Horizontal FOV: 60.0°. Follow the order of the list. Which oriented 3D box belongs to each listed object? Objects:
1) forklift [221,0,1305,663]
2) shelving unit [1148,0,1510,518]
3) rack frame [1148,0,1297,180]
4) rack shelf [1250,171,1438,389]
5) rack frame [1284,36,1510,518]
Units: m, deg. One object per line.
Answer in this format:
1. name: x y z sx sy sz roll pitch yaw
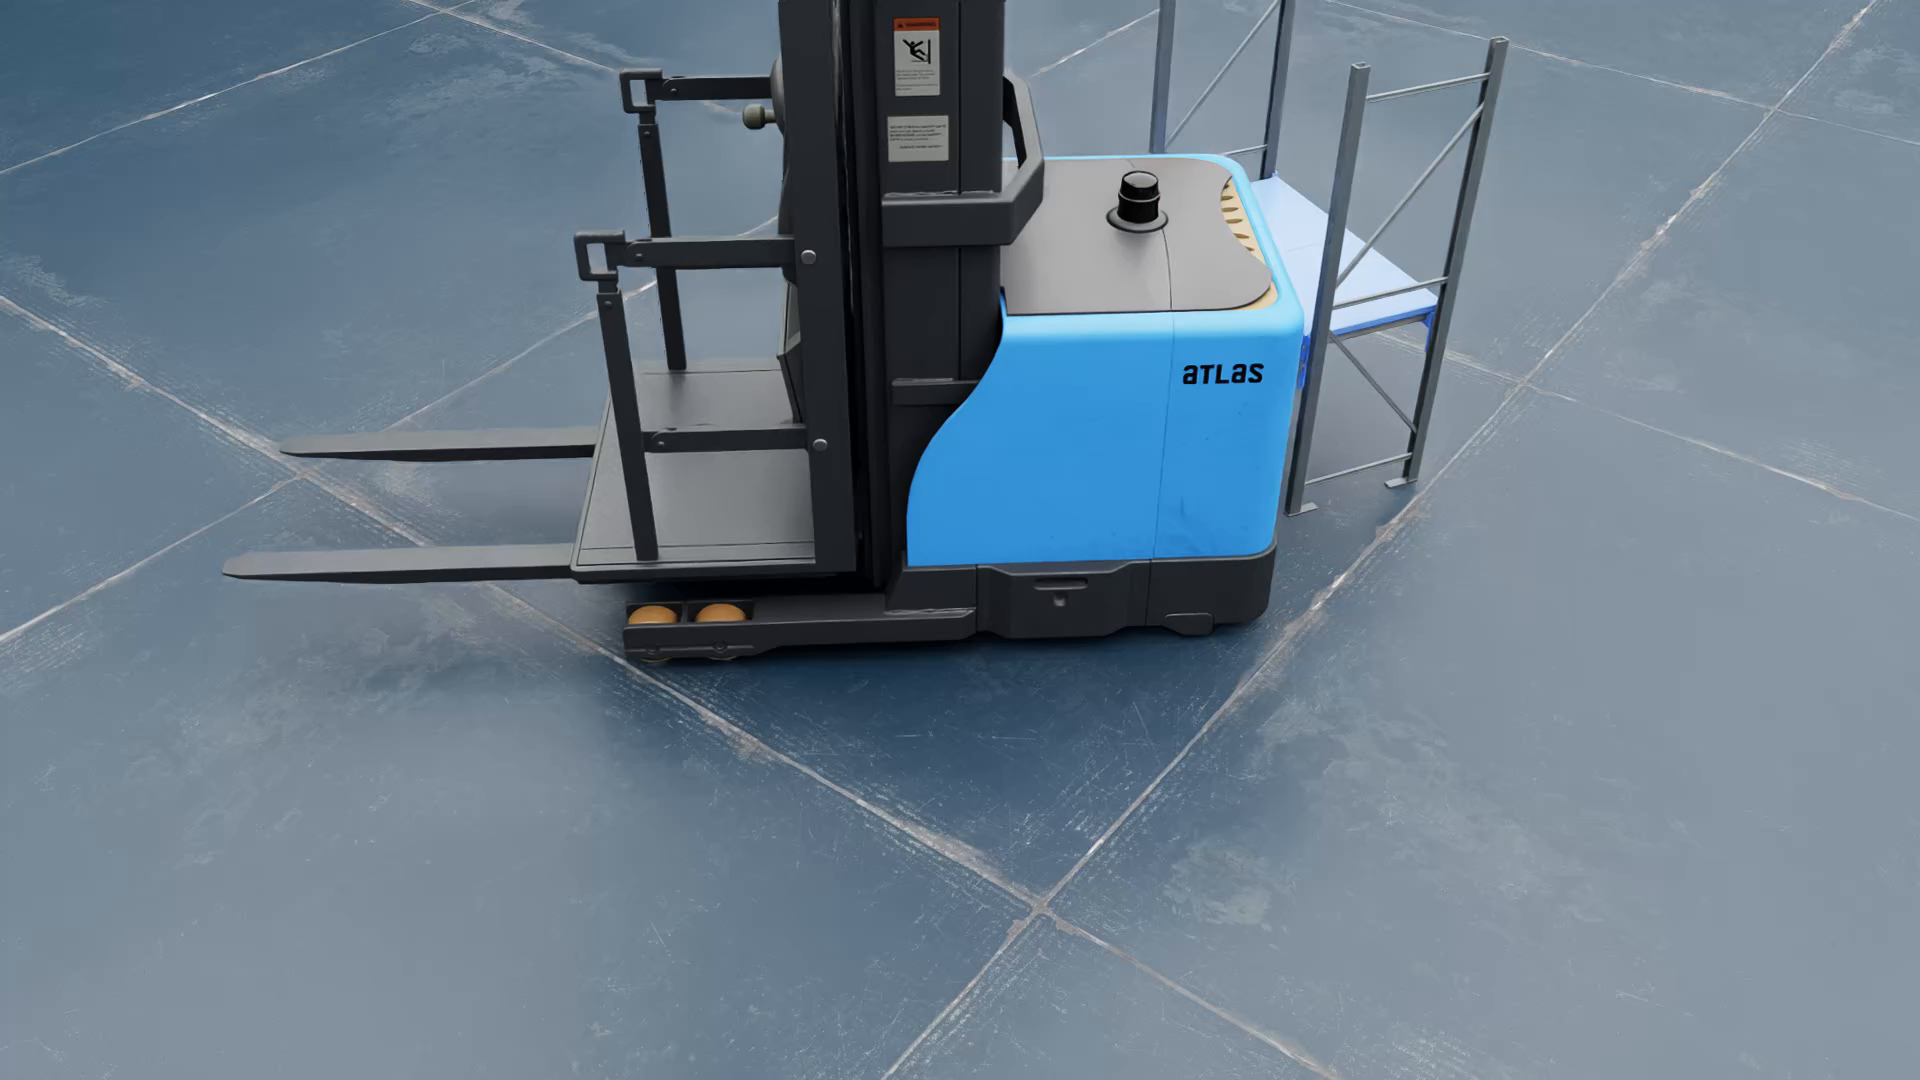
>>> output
1. forklift: -0.625 -1.136 4.323 3.031 2.935 1.130 -2 38 -2
2. shelving unit: 1.074 -1.019 5.335 0.538 1.500 1.048 -15 41 -19
3. rack frame: 0.869 -1.306 5.702 0.500 1.500 0.032 -15 41 -19
4. rack shelf: 1.074 -0.878 5.446 0.538 0.185 1.000 -15 41 -19
5. rack frame: 1.279 -0.733 4.969 0.500 1.500 0.032 -15 41 -19
